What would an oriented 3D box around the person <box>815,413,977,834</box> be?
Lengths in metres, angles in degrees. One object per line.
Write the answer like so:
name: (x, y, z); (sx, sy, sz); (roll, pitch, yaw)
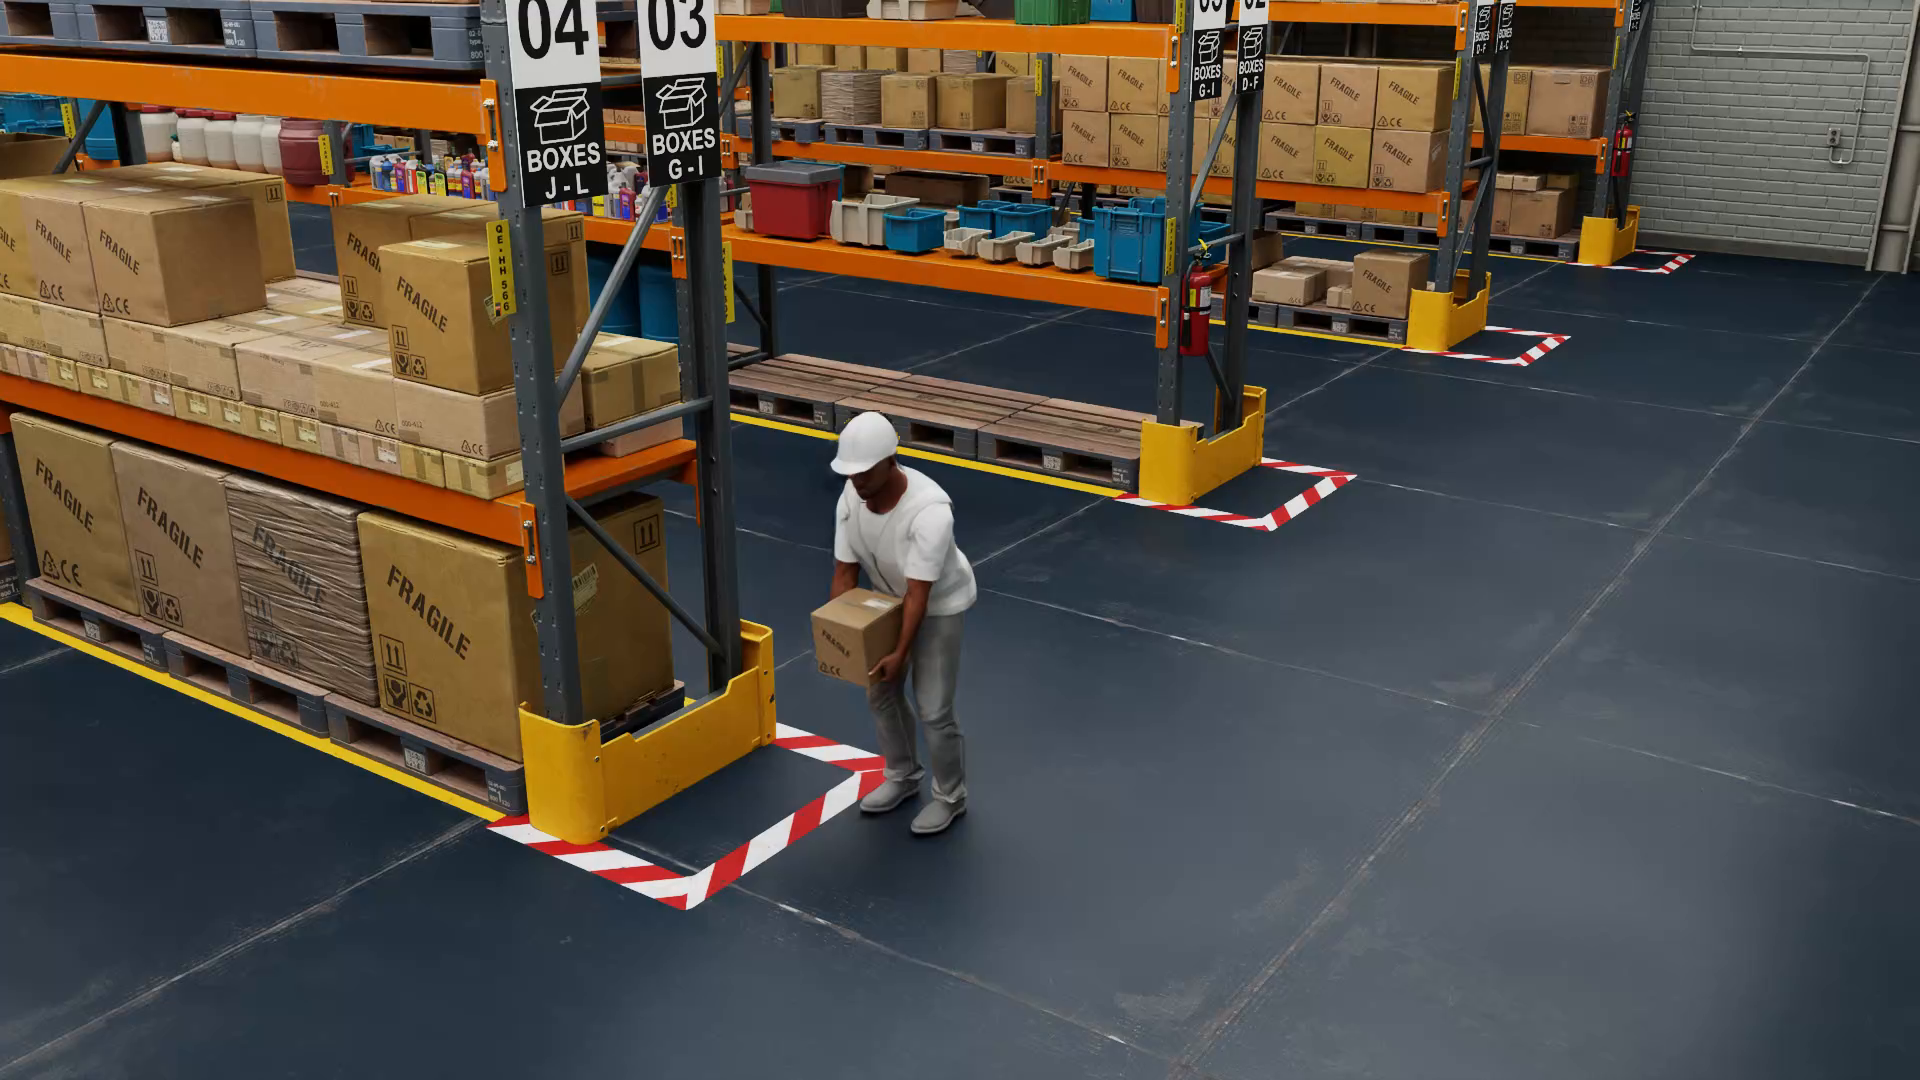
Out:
person: (-0.230, 0.309, 6.278); (0.488, 1.693, 0.638); (15, 25, 36)
